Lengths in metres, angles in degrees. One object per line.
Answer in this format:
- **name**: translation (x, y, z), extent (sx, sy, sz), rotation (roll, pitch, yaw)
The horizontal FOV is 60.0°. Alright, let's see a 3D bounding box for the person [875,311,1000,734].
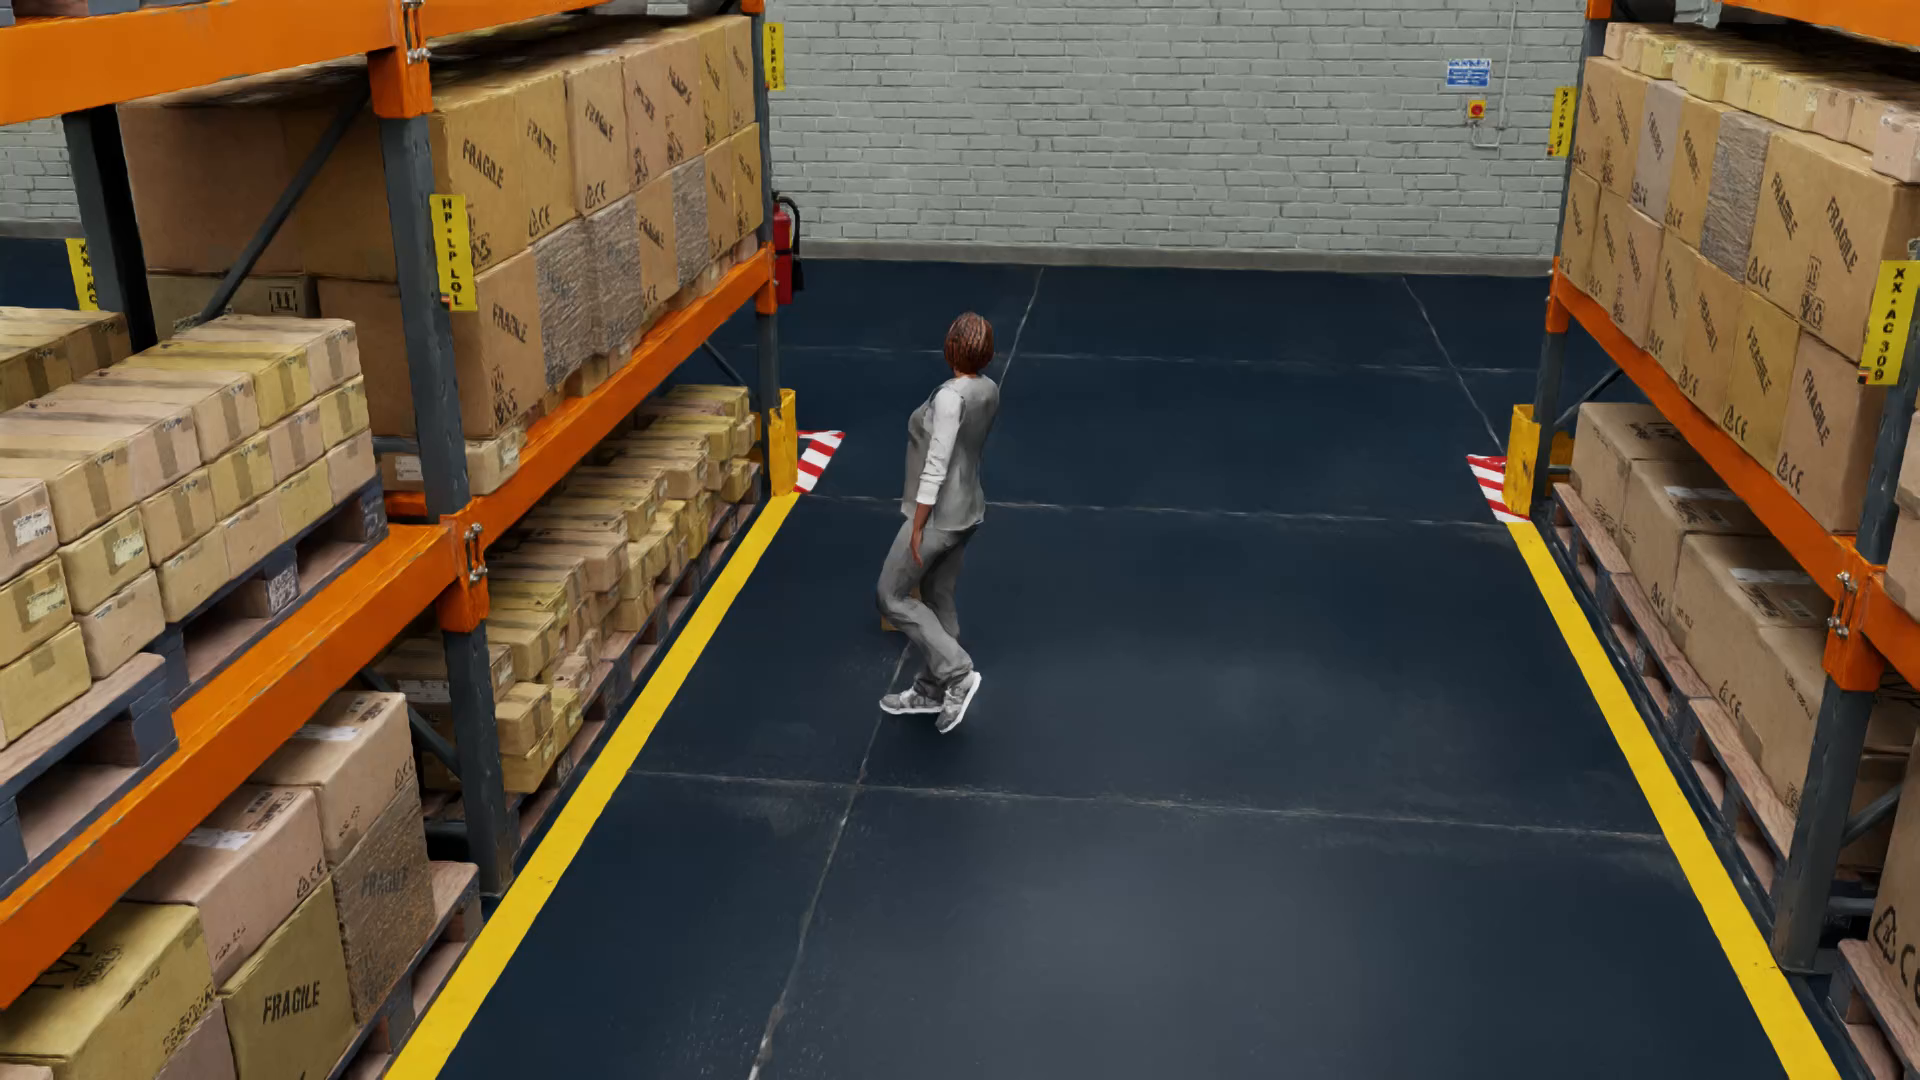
- **person**: translation (-0.084, -0.066, 6.276), extent (0.443, 1.593, 0.491), rotation (9, 23, 21)
